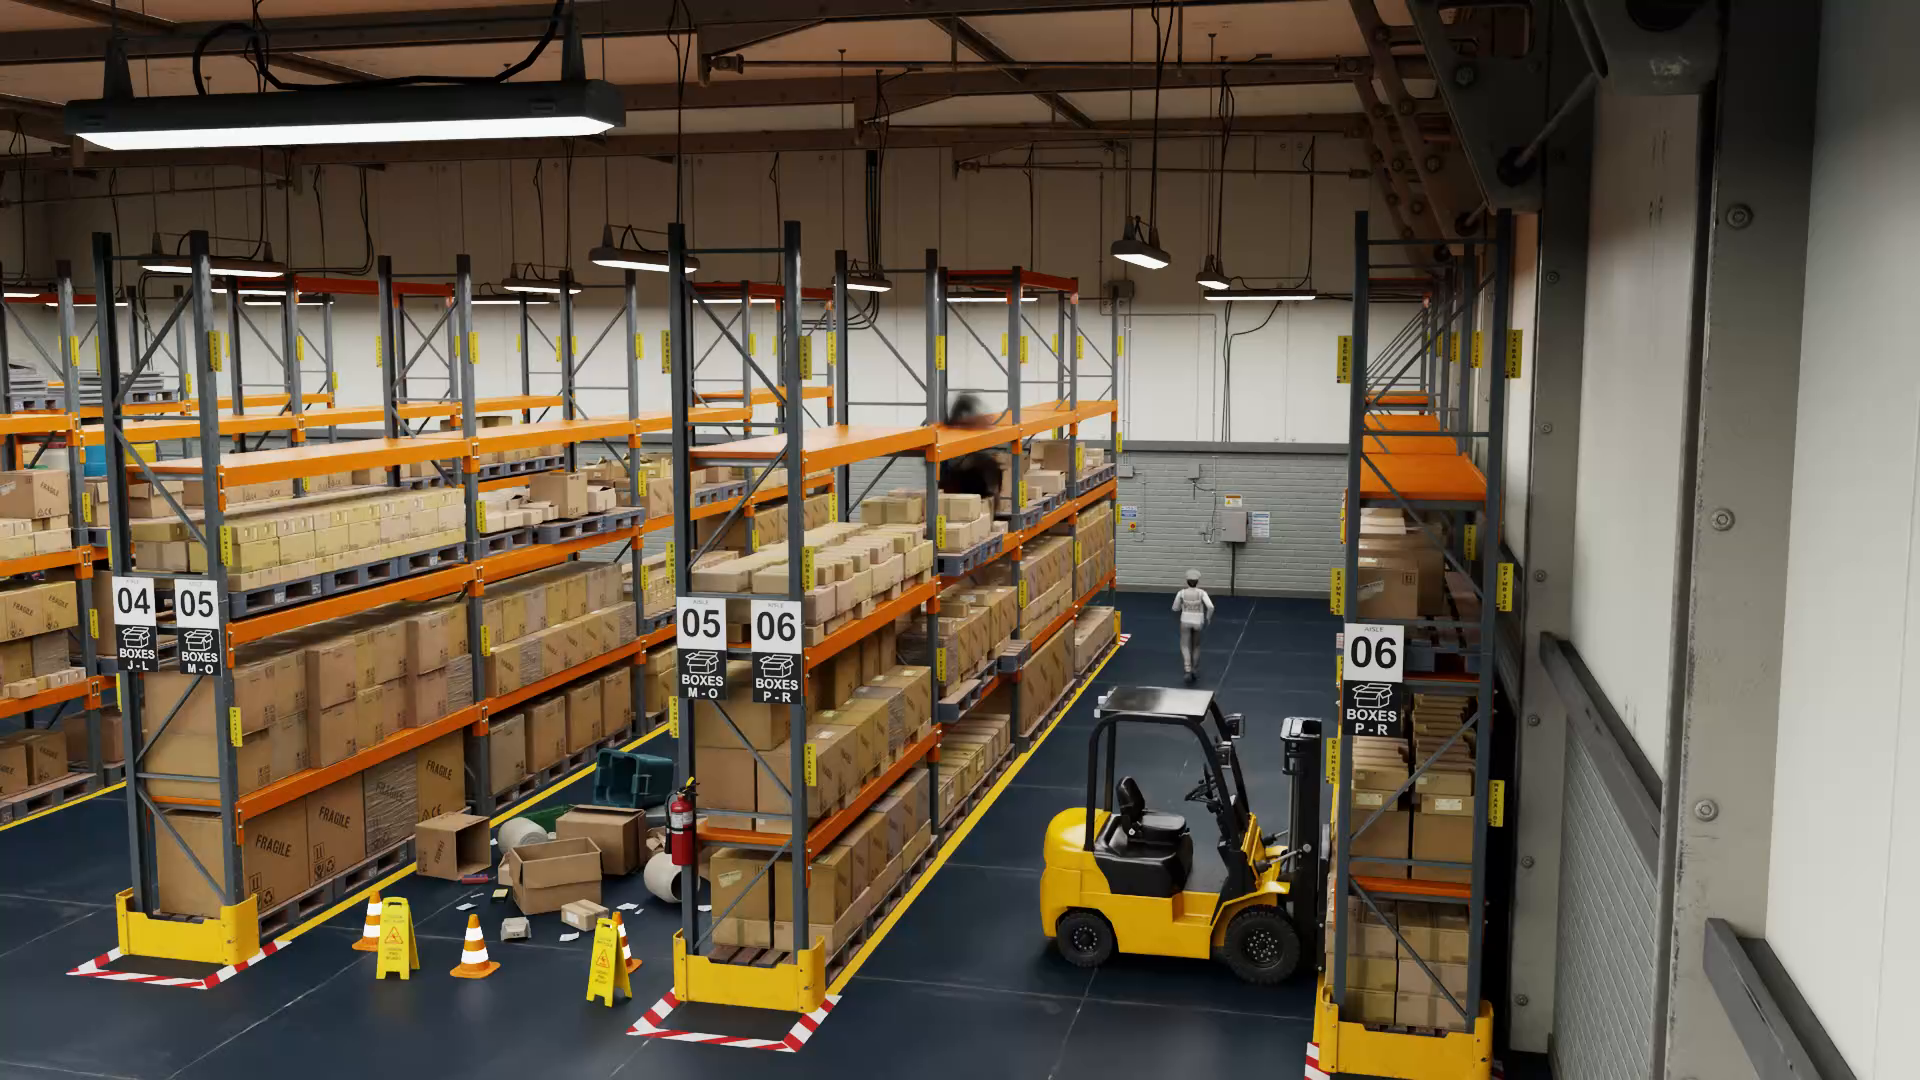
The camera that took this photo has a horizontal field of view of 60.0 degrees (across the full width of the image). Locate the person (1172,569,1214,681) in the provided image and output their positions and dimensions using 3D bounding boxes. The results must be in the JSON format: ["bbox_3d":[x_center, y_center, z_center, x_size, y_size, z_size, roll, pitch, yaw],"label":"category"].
[{"bbox_3d":[3.471,1.277,24.884,0.613,1.677,0.922,0,7,4],"label":"person"}]
